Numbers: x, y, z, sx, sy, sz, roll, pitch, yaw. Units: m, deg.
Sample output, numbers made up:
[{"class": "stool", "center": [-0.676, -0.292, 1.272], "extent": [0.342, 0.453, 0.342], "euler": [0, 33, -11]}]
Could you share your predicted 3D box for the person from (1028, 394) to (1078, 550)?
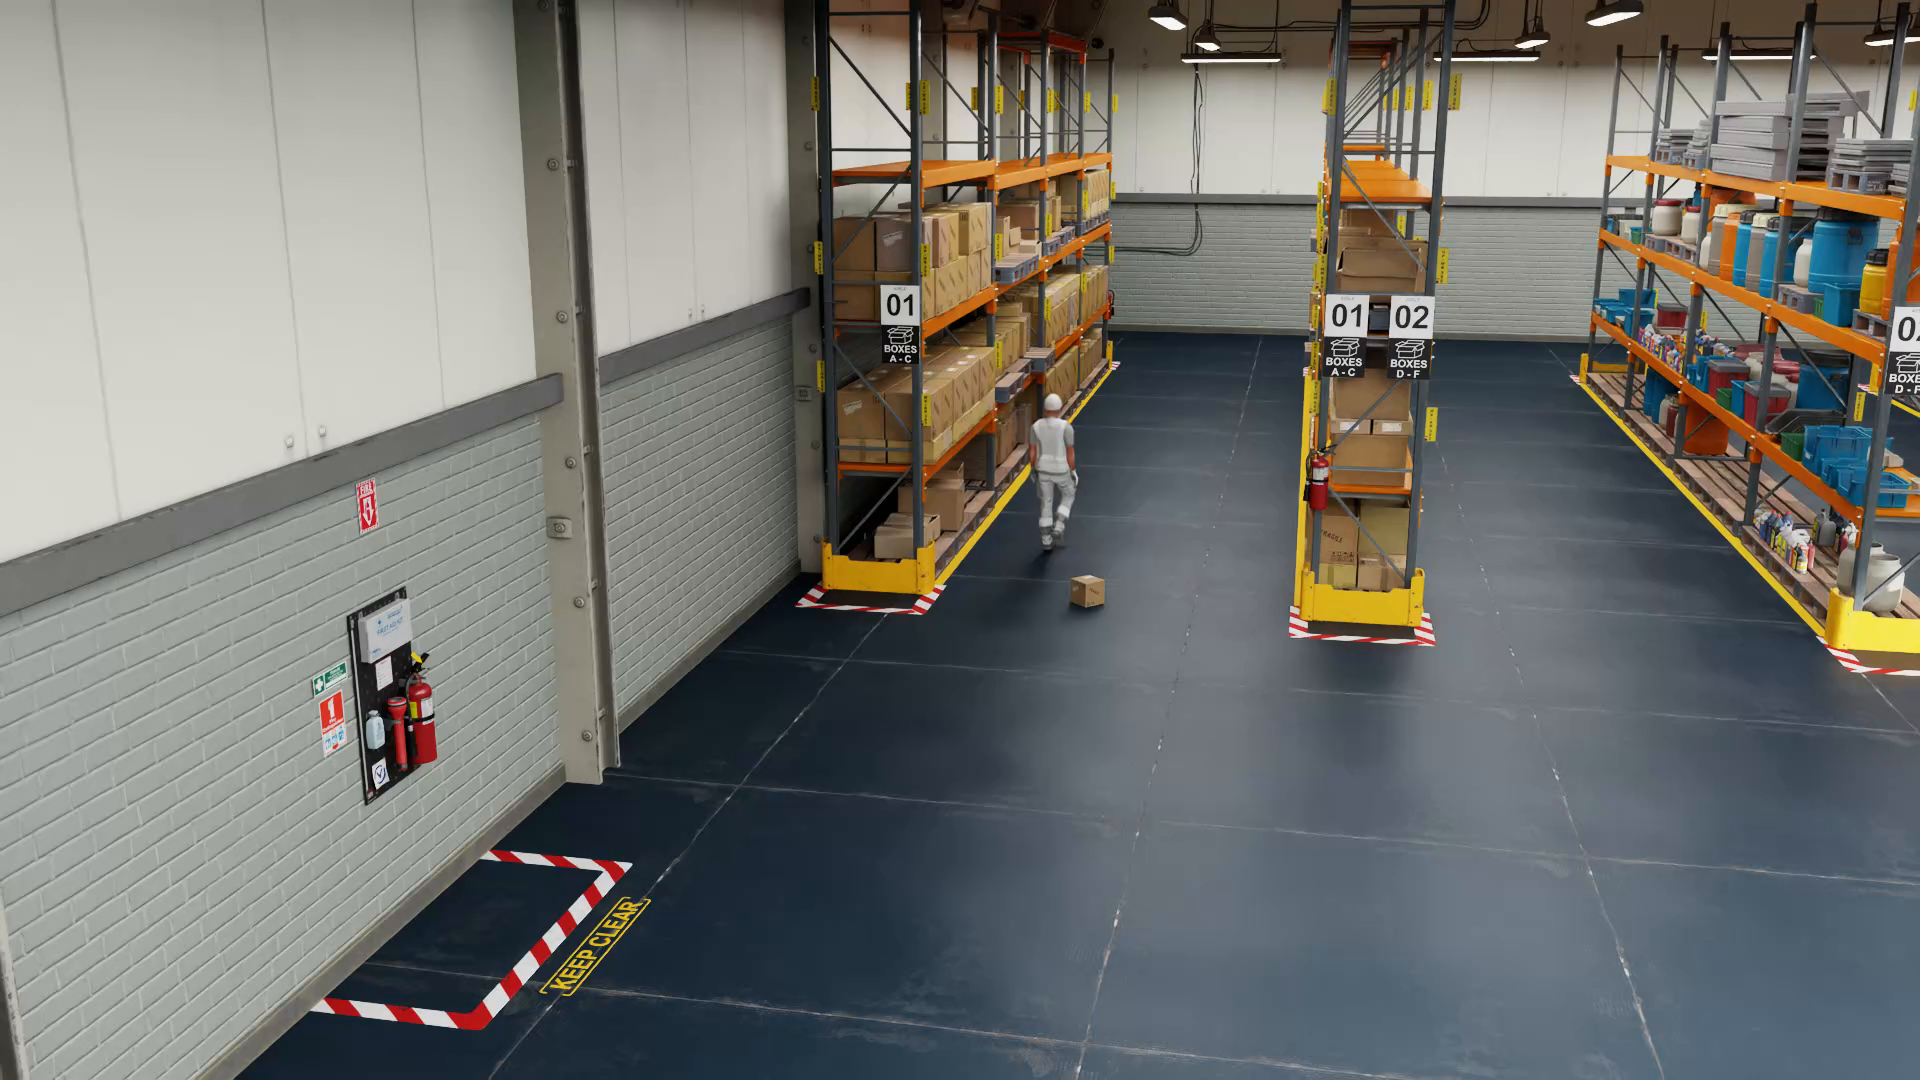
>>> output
[{"class": "person", "center": [1.078, -0.783, 18.897], "extent": [0.595, 1.801, 0.458], "euler": [4, 15, 16]}]
